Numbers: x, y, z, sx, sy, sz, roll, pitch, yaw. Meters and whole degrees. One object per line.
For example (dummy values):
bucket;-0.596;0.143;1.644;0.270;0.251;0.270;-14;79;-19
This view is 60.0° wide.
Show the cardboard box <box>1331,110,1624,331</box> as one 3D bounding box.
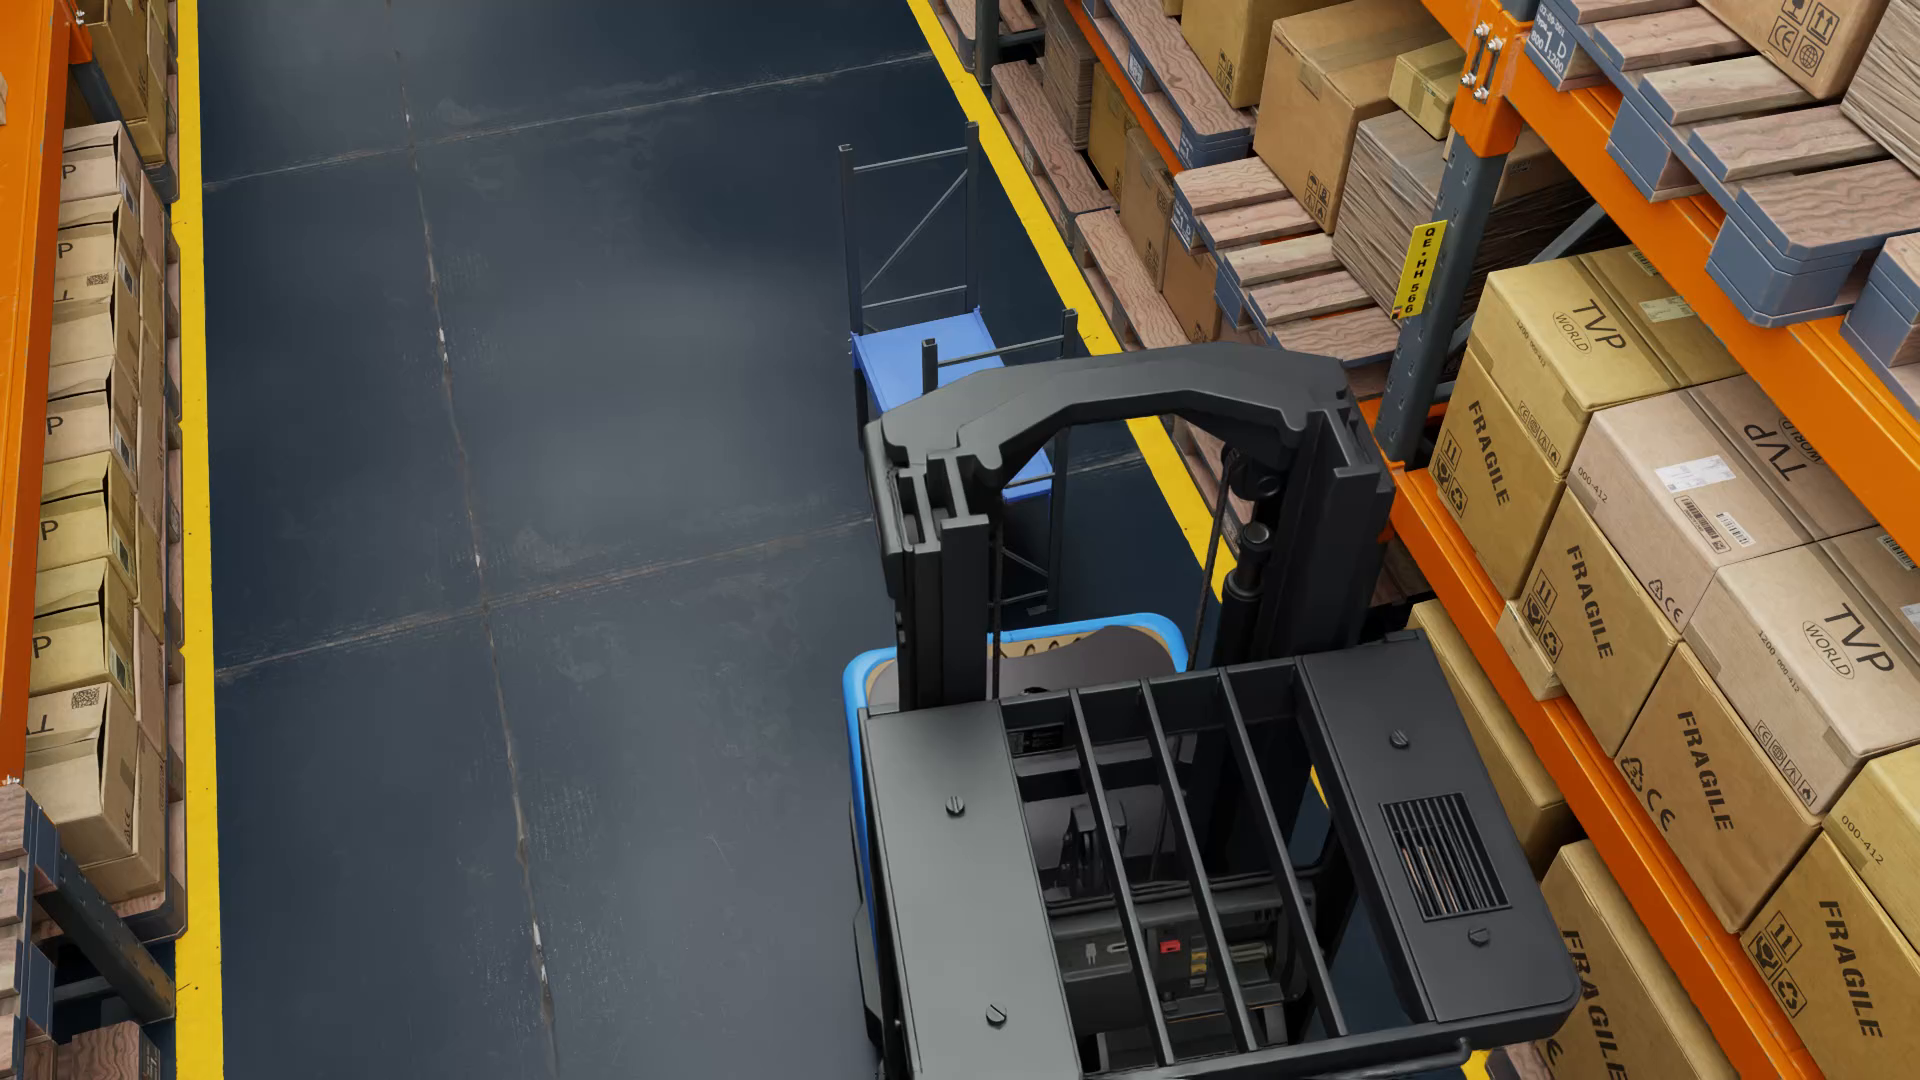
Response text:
cardboard box;1.605;-1.022;5.086;0.700;0.500;0.500;-19;52;-15

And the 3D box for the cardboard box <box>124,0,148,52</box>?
cardboard box;-4.154;-2.569;7.777;0.500;0.500;0.500;-13;51;-11

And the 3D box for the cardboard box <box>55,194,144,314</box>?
cardboard box;-3.607;-1.126;6.684;0.500;0.311;0.500;-12;51;-10

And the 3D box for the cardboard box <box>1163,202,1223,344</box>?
cardboard box;1.275;-1.116;6.866;0.700;0.500;0.500;-14;51;-11

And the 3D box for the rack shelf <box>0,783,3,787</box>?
rack shelf;-2.386;2.309;3.102;1.077;0.370;4.000;-13;51;-11

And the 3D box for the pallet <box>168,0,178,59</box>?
pallet;-4.720;-2.890;8.838;1.003;0.211;1.213;-13;51;-11

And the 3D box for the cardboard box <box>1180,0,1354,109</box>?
cardboard box;1.215;-1.927;5.849;0.700;0.500;0.500;-13;51;-11

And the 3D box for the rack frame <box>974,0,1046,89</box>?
rack frame;0.571;-3.428;7.468;1.000;3.000;0.127;-13;51;-11

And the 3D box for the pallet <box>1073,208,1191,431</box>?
pallet;1.167;-1.068;7.302;1.003;0.211;1.213;-13;51;-11

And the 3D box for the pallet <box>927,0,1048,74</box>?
pallet;0.338;-3.012;8.941;1.003;0.211;1.213;-13;51;-11

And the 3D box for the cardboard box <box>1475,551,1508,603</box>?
cardboard box;1.696;0.047;4.690;0.380;0.149;0.250;-13;51;-10

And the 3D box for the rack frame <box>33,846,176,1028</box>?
rack frame;-2.978;0.616;4.058;1.000;3.000;0.127;-13;51;-11

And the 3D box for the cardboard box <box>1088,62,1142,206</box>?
cardboard box;1.005;-1.864;7.497;0.700;0.500;0.500;-14;51;-12

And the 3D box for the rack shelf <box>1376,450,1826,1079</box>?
rack shelf;2.345;1.186;4.049;1.077;0.370;4.000;-13;51;-11

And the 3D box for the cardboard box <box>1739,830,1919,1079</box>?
cardboard box;2.106;0.897;3.548;0.500;0.500;0.500;-12;51;-10

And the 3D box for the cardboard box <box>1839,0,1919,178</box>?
cardboard box;2.159;-0.931;3.048;0.700;0.500;0.500;-16;52;-13

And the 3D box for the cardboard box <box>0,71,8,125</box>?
cardboard box;-3.725;-1.662;6.066;0.396;0.266;0.258;-14;51;-12

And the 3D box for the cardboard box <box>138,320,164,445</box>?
cardboard box;-3.461;-0.574;6.585;0.500;0.250;0.500;-12;51;-10

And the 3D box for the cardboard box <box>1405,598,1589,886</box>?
cardboard box;1.846;0.618;5.189;0.750;0.750;0.750;-14;51;-11

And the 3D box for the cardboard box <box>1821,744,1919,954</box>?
cardboard box;2.110;0.635;3.279;0.500;0.250;0.500;-14;51;-12

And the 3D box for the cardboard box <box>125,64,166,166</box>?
cardboard box;-4.008;-1.962;7.755;0.500;0.250;0.500;-13;51;-11

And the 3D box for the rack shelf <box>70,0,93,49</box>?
rack shelf;-4.752;-3.534;8.028;1.077;0.370;4.000;-13;51;-11

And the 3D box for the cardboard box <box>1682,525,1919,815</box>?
cardboard box;1.953;0.264;3.592;0.500;0.250;0.500;-13;51;-11

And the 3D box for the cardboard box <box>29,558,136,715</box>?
cardboard box;-3.015;0.355;5.435;0.500;0.311;0.500;-14;51;-12

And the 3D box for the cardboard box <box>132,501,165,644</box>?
cardboard box;-3.161;0.173;5.956;0.500;0.250;0.500;-15;51;-12

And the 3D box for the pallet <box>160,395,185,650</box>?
pallet;-3.541;0.015;6.389;1.003;0.211;1.213;-13;51;-11

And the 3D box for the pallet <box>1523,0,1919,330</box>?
pallet;1.995;-0.954;3.544;1.213;0.211;1.003;-11;51;-9

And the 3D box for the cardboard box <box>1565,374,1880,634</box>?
cardboard box;1.801;-0.101;3.899;0.500;0.250;0.500;-14;51;-11

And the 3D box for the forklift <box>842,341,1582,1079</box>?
forklift;0.397;1.128;3.671;1.130;2.935;3.031;-8;50;-6

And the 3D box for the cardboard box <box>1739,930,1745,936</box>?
cardboard box;2.037;0.794;4.060;0.380;0.149;0.250;-13;51;-10

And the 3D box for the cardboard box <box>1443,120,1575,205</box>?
cardboard box;1.623;-1.135;4.757;0.380;0.149;0.250;-19;53;-16

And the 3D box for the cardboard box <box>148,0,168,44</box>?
cardboard box;-4.294;-2.694;8.373;0.500;0.250;0.500;-13;51;-11

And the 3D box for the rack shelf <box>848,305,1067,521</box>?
rack shelf;-0.025;-0.430;6.156;0.538;0.185;1.000;-13;51;-11

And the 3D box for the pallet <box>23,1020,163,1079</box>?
pallet;-2.793;2.069;4.658;1.003;0.211;1.213;-13;51;-11

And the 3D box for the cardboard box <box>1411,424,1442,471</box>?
cardboard box;1.491;-0.357;6.226;0.700;0.500;0.500;-13;51;-10

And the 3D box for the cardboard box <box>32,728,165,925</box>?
cardboard box;-2.852;0.918;5.328;0.500;0.250;0.500;-13;51;-11

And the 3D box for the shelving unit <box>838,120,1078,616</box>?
shelving unit;-0.025;-0.546;6.019;0.538;1.500;1.048;-13;51;-11

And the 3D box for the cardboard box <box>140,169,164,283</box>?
cardboard box;-3.761;-1.317;7.212;0.500;0.250;0.500;-14;51;-11

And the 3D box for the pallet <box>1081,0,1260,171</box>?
pallet;1.129;-1.881;6.289;1.003;0.211;1.213;-13;51;-11

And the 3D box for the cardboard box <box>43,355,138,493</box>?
cardboard box;-3.317;-0.393;6.066;0.500;0.311;0.500;-14;51;-11

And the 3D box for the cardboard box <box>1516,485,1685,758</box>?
cardboard box;1.799;0.156;4.173;0.500;0.500;0.500;-12;51;-10

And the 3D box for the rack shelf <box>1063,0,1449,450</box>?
rack shelf;1.162;-1.736;6.511;1.077;0.370;4.000;-13;51;-11

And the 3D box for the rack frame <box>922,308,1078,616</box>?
rack frame;0.125;-0.174;5.706;0.500;1.500;0.032;-13;51;-11

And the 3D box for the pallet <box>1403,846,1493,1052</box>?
pallet;1.915;0.985;5.571;1.003;0.211;1.213;-13;51;-11
